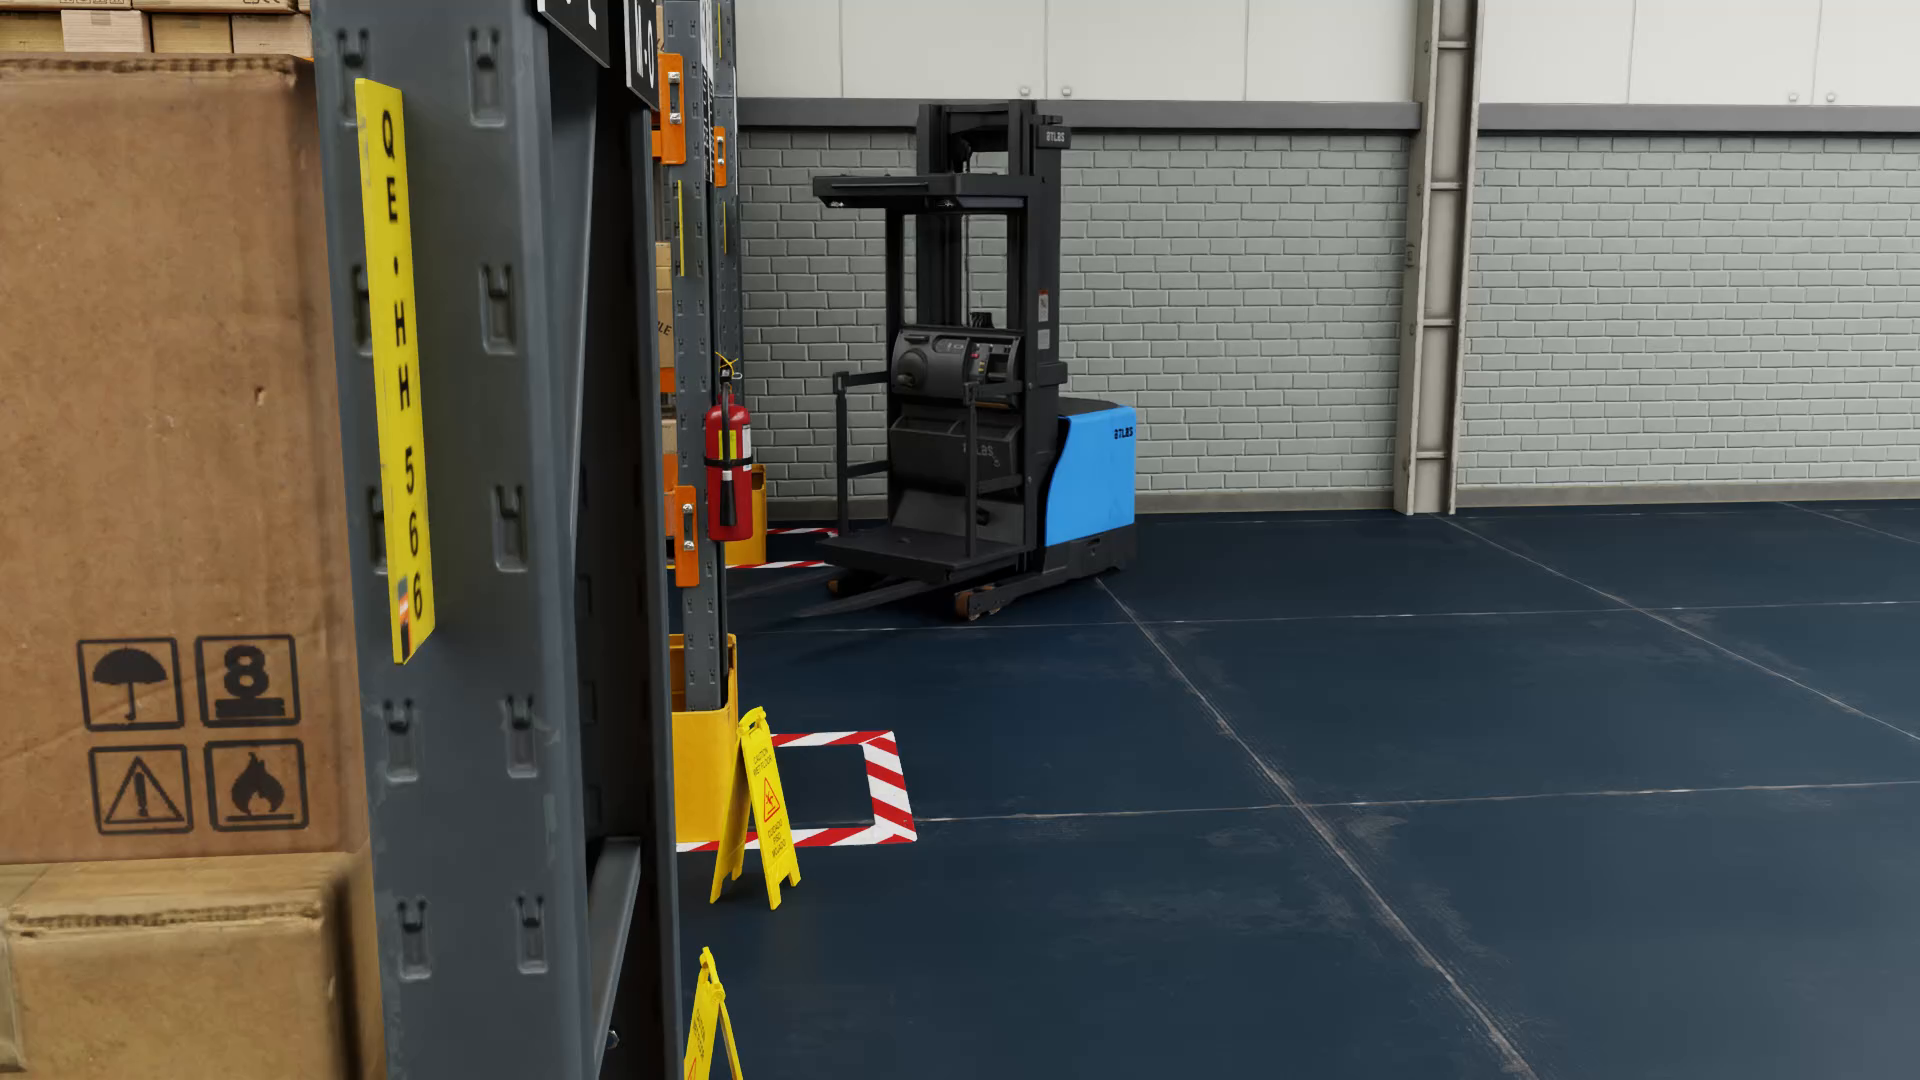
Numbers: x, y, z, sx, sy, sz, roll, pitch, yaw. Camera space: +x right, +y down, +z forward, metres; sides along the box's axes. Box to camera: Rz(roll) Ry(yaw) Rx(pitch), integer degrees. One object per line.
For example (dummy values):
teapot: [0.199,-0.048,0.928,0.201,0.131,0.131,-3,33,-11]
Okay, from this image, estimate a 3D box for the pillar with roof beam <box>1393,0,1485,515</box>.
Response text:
pillar with roof beam: [4.094,-3.817,7.956,0.400,9.000,9.100,-1,11,-6]

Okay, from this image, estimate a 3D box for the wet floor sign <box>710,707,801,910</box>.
wet floor sign: [-0.702,0.893,5.655,0.232,0.644,0.267,3,11,14]

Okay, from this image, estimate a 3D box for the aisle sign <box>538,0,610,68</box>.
aisle sign: [-0.268,-0.736,1.098,0.004,0.787,0.394,-1,11,-6]

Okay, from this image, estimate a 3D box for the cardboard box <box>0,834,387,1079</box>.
cardboard box: [-0.735,0.426,1.536,0.550,0.550,0.875,-1,11,-6]

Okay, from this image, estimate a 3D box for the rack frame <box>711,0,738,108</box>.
rack frame: [-1.546,-4.359,10.714,0.127,3.000,1.000,-1,11,-6]

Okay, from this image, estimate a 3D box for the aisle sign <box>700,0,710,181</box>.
aisle sign: [-0.913,-1.685,5.924,0.004,0.787,0.394,-1,11,-6]

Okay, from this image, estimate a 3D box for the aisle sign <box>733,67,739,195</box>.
aisle sign: [-1.449,-2.636,10.763,0.004,0.787,0.394,-1,11,-6]

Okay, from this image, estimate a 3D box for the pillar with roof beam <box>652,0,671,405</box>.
pillar with roof beam: [-1.871,-3.692,7.320,0.400,9.000,9.100,-1,11,-6]

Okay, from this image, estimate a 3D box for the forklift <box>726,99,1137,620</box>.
forklift: [-0.160,-1.086,9.793,1.130,2.935,3.031,9,14,38]

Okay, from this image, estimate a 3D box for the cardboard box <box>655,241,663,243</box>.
cardboard box: [-2.174,-1.969,11.398,0.250,0.149,0.380,-1,11,-4]

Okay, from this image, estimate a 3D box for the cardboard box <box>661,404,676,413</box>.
cardboard box: [-2.044,-0.789,11.555,0.500,0.250,0.500,-1,11,-7]

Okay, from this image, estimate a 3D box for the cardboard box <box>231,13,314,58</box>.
cardboard box: [-2.344,-1.734,5.788,0.250,0.149,0.380,-1,11,-7]

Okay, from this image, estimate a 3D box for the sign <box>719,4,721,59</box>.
sign: [-1.501,-3.179,10.395,0.005,0.325,0.100,-1,11,-6]

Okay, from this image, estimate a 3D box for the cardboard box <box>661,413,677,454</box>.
cardboard box: [-1.970,-0.694,11.068,0.500,0.250,0.500,-1,11,-4]

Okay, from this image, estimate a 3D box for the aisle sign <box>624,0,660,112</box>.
aisle sign: [-0.333,-0.851,1.683,0.004,0.787,0.394,-1,11,-6]

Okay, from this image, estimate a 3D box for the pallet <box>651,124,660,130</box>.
pallet: [-2.252,-2.834,10.963,1.213,0.211,1.003,-1,11,-6]

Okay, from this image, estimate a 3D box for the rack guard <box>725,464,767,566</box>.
rack guard: [-1.522,-0.190,11.537,0.348,0.500,1.175,-1,11,-6]

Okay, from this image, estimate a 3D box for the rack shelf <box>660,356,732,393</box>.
rack shelf: [-3.534,-1.021,11.151,4.000,0.370,1.077,-1,11,-6]

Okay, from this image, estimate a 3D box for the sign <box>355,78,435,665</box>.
sign: [-0.326,-0.097,0.968,0.005,0.325,0.100,-1,11,-6]

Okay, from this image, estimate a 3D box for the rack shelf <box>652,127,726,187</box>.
rack shelf: [-3.534,-2.493,10.861,4.000,0.370,1.077,-1,11,-6]

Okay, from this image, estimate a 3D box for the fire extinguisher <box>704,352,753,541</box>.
fire extinguisher: [-0.843,-0.340,6.022,0.183,0.674,0.296,-1,11,-6]

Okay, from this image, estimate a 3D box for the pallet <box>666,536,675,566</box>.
pallet: [-2.302,-0.024,11.440,1.213,0.211,1.003,-1,11,-6]

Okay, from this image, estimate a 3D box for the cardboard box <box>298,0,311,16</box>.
cardboard box: [-1.988,-1.938,5.792,0.500,0.250,0.500,-1,11,-7]

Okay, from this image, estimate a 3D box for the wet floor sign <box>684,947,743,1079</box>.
wet floor sign: [-0.556,1.258,3.795,0.232,0.644,0.267,-3,12,-16]

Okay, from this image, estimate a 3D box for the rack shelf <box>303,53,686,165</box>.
rack shelf: [-2.995,-1.541,6.020,4.000,0.370,1.077,-1,11,-6]

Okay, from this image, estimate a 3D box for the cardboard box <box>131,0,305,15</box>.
cardboard box: [-2.501,-1.924,5.719,0.500,0.250,0.500,-1,11,-4]

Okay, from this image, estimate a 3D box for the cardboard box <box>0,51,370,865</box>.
cardboard box: [-0.744,-0.120,1.513,0.550,0.550,0.875,-1,11,-6]

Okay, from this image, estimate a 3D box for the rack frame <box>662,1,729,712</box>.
rack frame: [-1.006,-0.464,6.452,0.127,3.000,1.000,-1,11,-6]

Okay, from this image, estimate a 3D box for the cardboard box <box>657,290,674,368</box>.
cardboard box: [-2.007,-1.404,10.975,0.500,0.500,0.500,-1,11,-7]

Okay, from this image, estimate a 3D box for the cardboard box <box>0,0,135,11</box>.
cardboard box: [-3.003,-1.913,5.663,0.500,0.250,0.500,-1,11,-6]

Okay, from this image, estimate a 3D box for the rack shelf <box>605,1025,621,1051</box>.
rack shelf: [-2.360,0.878,1.491,4.000,0.370,1.077,-1,11,-6]

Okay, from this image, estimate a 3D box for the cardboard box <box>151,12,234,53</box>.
cardboard box: [-2.607,-1.730,5.767,0.250,0.149,0.380,-2,11,-8]

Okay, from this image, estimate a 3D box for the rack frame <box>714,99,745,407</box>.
rack frame: [-1.546,-1.416,11.293,0.127,3.000,1.000,-1,11,-6]

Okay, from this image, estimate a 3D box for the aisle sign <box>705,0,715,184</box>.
aisle sign: [-0.978,-1.800,6.510,0.004,0.787,0.394,-1,11,-6]

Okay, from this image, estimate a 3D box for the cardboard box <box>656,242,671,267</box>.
cardboard box: [-1.879,-1.881,10.949,0.250,0.149,0.380,-1,11,-6]

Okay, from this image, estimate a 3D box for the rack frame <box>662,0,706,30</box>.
rack frame: [-1.006,-3.408,5.873,0.127,3.000,1.000,-1,11,-6]

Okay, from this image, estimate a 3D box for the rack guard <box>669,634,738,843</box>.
rack guard: [-1.082,0.764,6.685,0.348,0.500,1.175,-1,11,-6]

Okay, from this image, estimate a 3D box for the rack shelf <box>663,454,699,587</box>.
rack shelf: [-2.995,-0.069,6.309,4.000,0.370,1.077,-1,11,-6]

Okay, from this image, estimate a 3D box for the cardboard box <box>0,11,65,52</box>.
cardboard box: [-3.111,-1.721,5.719,0.250,0.149,0.380,-1,11,-6]

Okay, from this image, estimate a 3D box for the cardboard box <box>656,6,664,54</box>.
cardboard box: [-1.960,-3.136,10.659,0.500,0.500,0.500,-1,11,-4]

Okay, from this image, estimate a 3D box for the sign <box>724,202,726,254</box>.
sign: [-1.501,-1.996,10.628,0.005,0.325,0.100,-1,11,-6]

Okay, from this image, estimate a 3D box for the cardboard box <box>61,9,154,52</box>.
cardboard box: [-2.853,-1.711,5.670,0.250,0.149,0.380,-1,11,-7]

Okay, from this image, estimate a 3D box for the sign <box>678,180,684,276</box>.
sign: [-0.966,-1.080,5.766,0.005,0.325,0.100,-1,11,-6]

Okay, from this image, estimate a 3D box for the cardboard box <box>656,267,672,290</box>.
cardboard box: [-1.860,-1.722,10.911,0.250,0.149,0.380,-1,11,-5]
